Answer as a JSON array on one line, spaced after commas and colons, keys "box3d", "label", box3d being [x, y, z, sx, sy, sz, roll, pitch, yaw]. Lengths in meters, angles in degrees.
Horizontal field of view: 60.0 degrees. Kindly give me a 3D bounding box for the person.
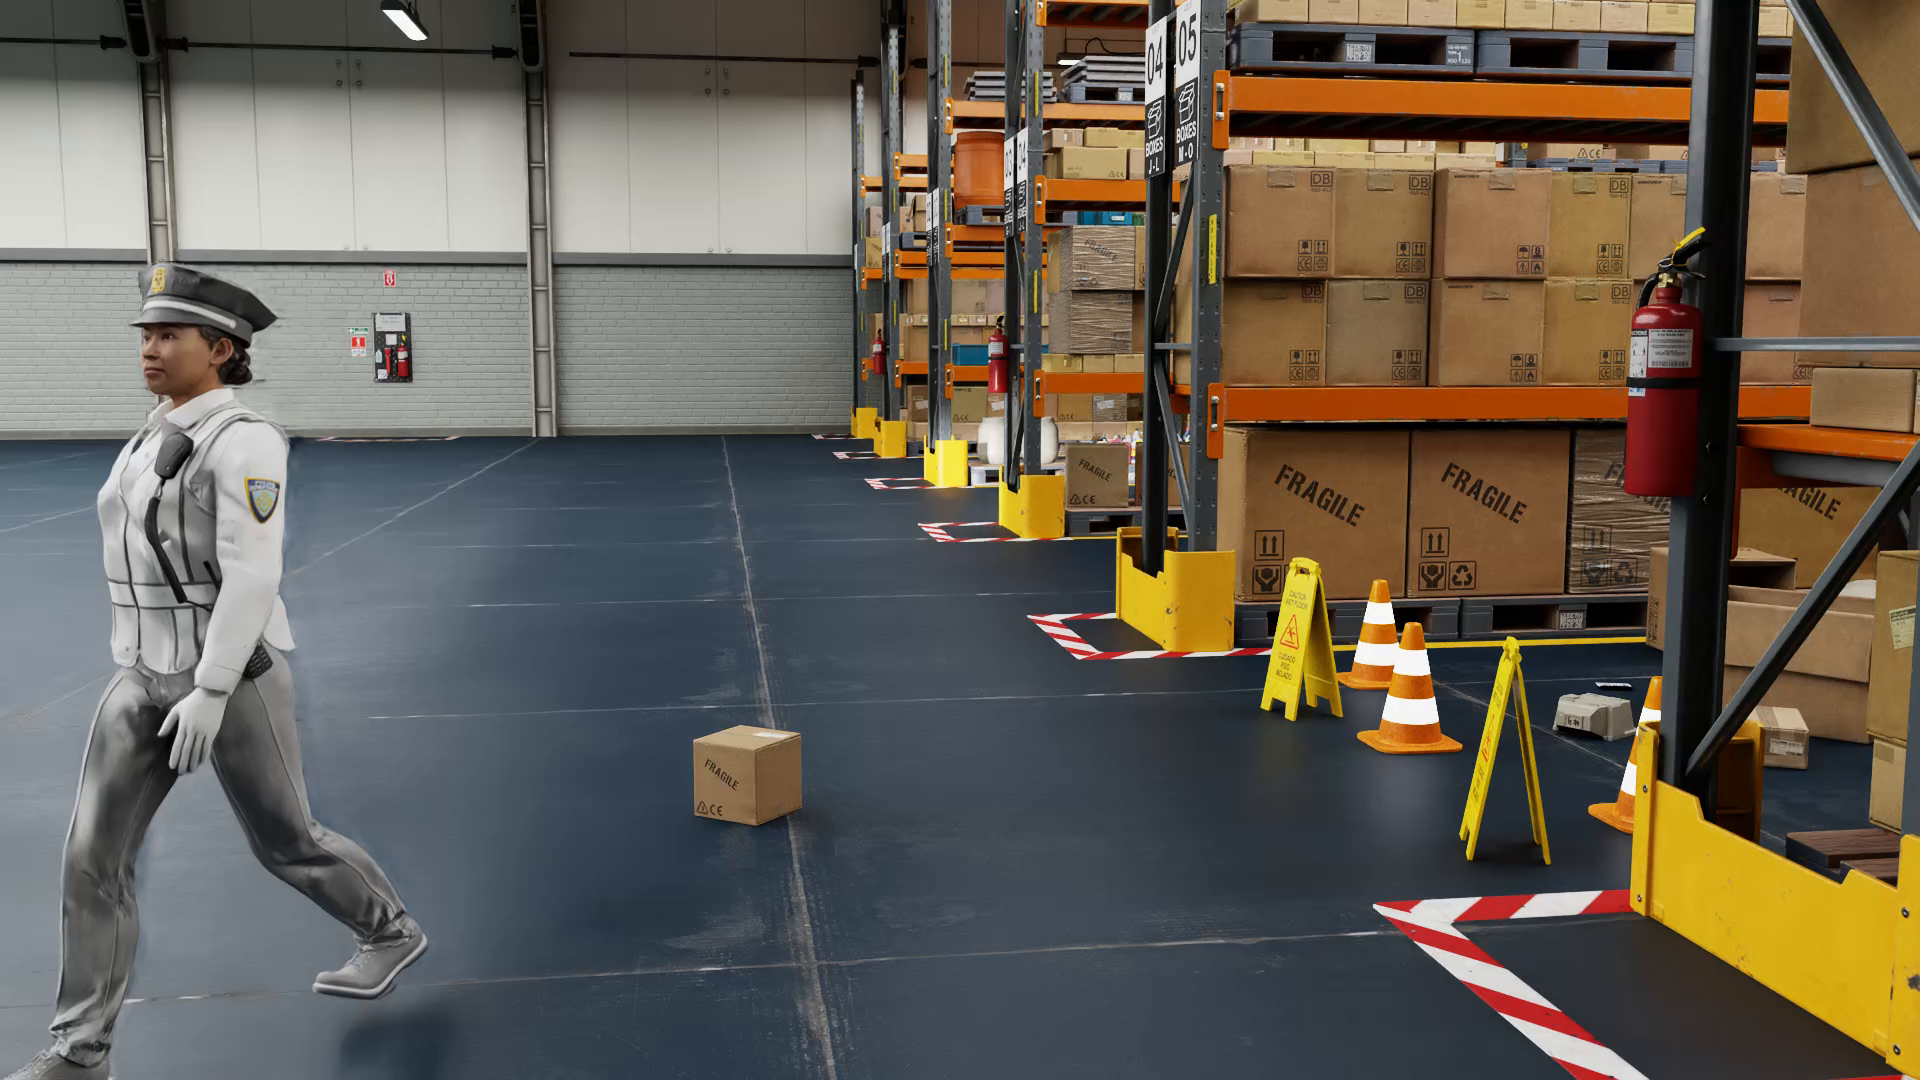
[{"box3d": [-1.547, 0.265, 3.377, 0.502, 1.640, 0.969, 4, 8, 32], "label": "person"}]
